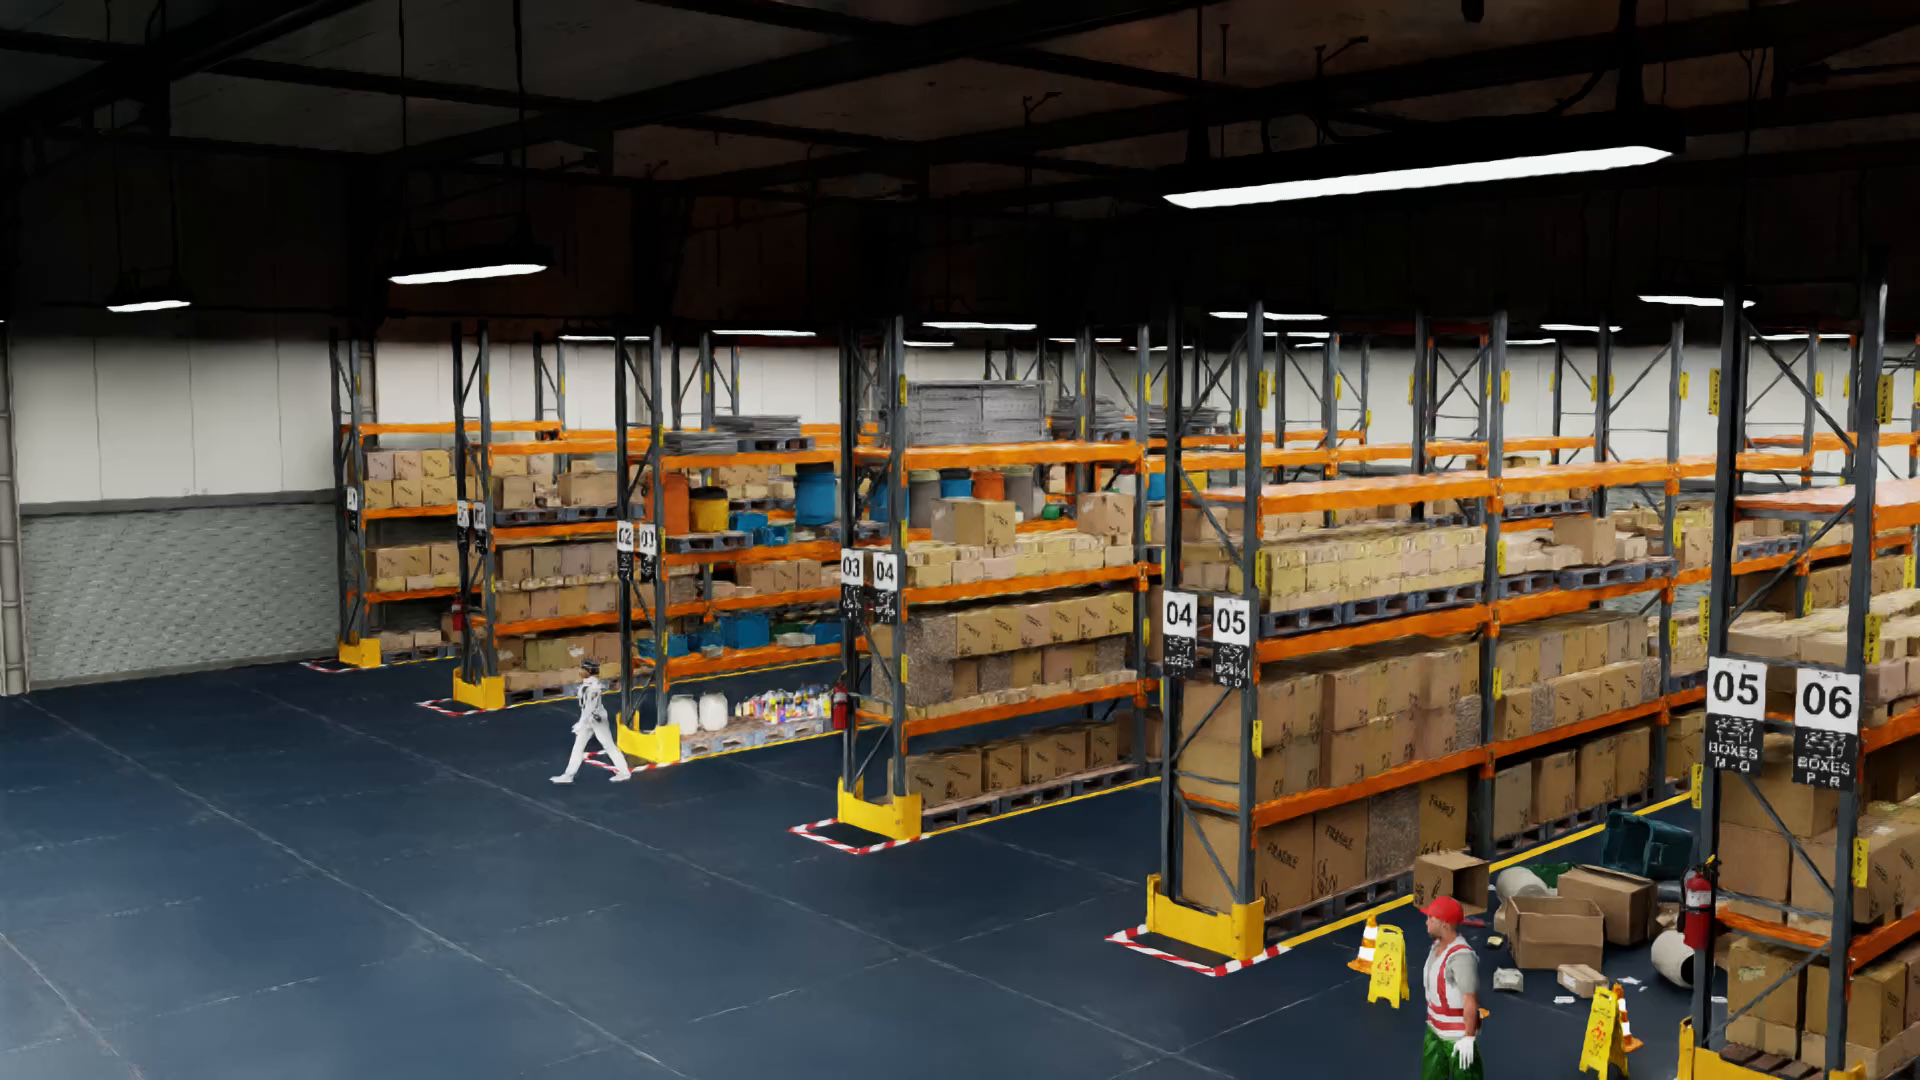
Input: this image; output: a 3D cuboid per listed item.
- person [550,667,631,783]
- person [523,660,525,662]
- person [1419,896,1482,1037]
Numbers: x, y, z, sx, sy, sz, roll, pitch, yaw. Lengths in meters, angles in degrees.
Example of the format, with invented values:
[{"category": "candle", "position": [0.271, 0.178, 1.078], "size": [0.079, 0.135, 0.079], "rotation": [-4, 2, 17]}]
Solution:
[{"category": "person", "position": [-4.671, 2.283, 21.000], "size": [0.978, 1.584, 0.411], "rotation": [-4, 7, -32]}, {"category": "person", "position": [-7.321, 1.419, 29.575], "size": [0.998, 1.619, 0.483], "rotation": [-4, 7, -33]}, {"category": "person", "position": [3.283, 3.214, 10.900], "size": [0.572, 1.774, 0.553], "rotation": [-1, 6, -7]}]
